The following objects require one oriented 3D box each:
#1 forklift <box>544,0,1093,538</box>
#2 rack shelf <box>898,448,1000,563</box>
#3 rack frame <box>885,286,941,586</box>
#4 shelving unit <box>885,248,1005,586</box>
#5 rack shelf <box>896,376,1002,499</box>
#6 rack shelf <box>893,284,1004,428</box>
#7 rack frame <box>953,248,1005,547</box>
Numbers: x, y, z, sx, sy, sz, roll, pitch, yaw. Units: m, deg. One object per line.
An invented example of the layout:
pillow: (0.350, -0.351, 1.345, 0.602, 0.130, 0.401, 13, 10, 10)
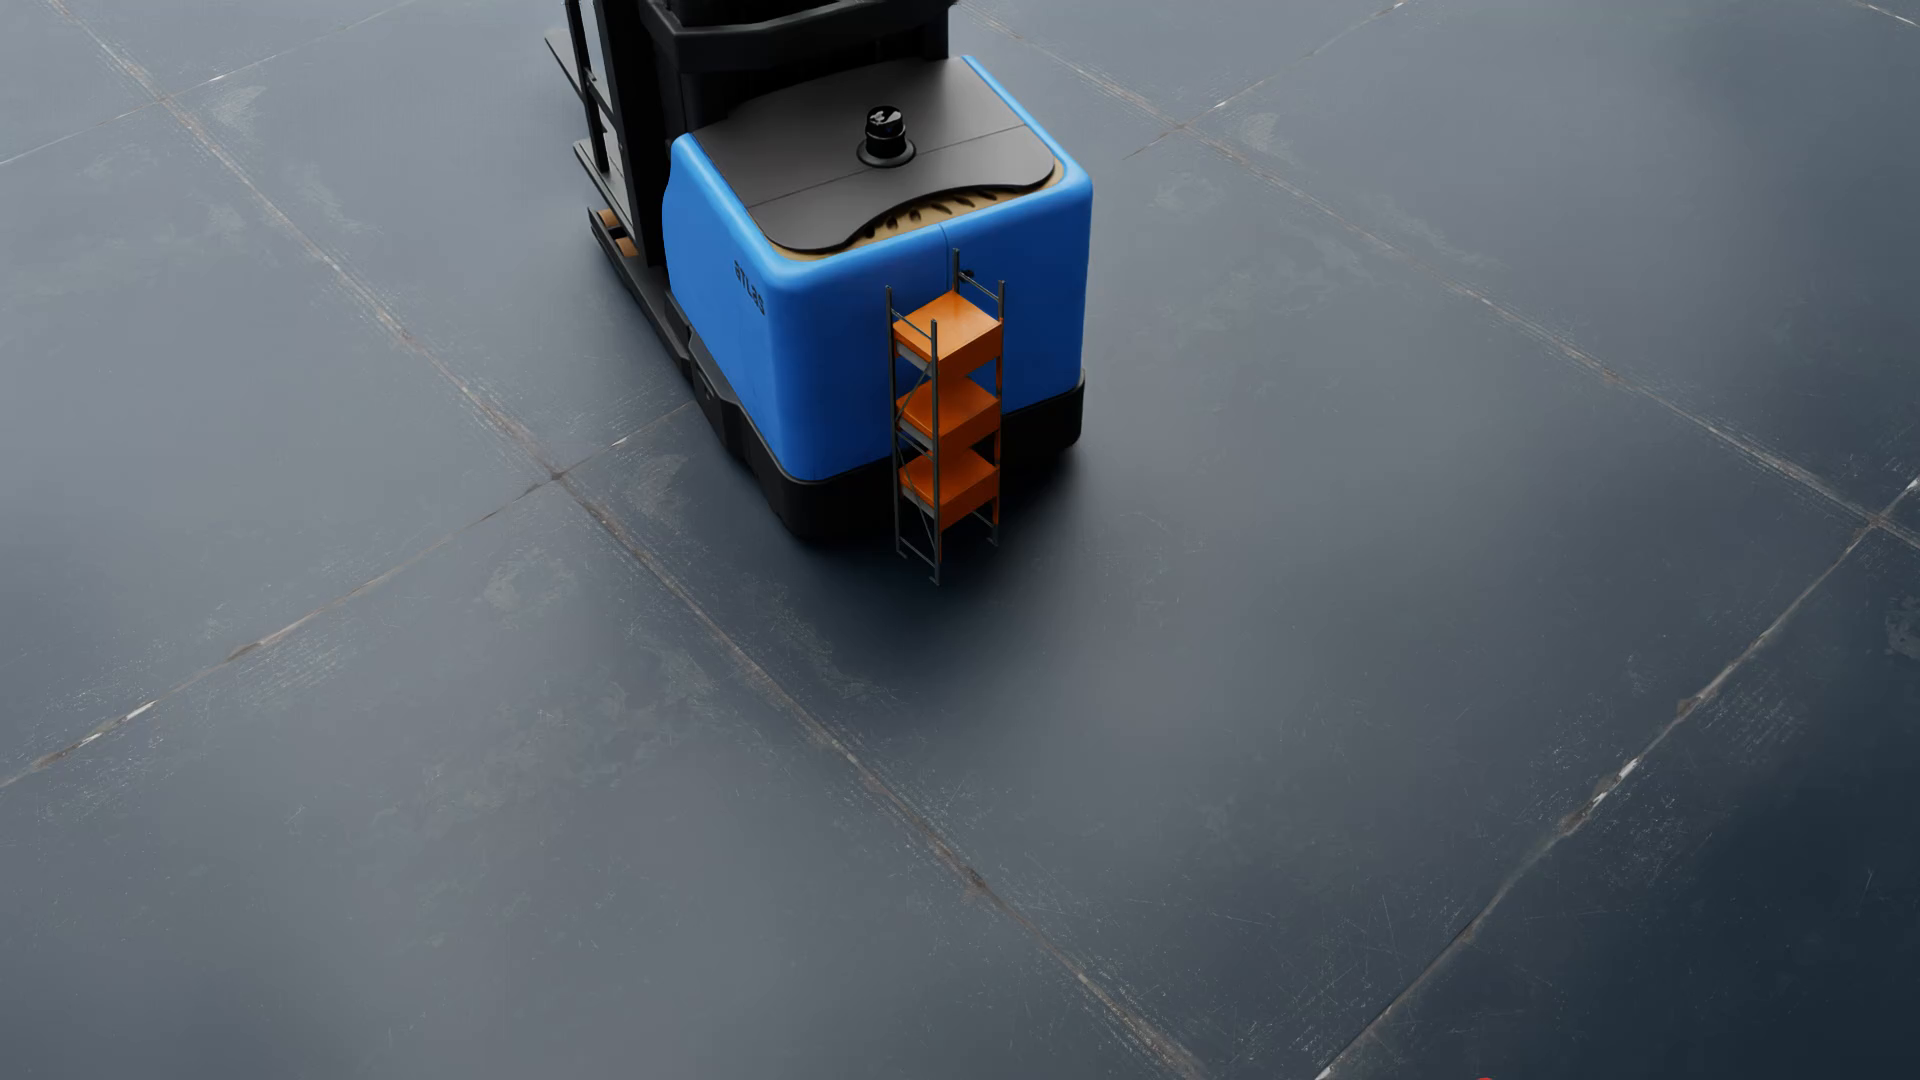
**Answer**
forklift: (-0.727, -2.087, 5.181, 1.130, 2.935, 3.031, -21, 51, -18)
rack shelf: (-0.040, -0.134, 5.052, 0.240, 0.259, 0.215, -34, 56, -27)
rack frame: (-0.130, -0.269, 4.784, 0.008, 1.050, 0.200, -34, 56, -27)
shelving unit: (-0.040, -0.330, 4.840, 0.252, 1.050, 0.215, -34, 56, -27)
rack shelf: (-0.040, -0.322, 4.848, 0.240, 0.259, 0.215, -34, 56, -27)
rack shelf: (-0.040, -0.515, 4.639, 0.240, 0.259, 0.215, -34, 56, -27)
rack frame: (0.051, -0.390, 4.895, 0.008, 1.050, 0.200, -34, 56, -27)
